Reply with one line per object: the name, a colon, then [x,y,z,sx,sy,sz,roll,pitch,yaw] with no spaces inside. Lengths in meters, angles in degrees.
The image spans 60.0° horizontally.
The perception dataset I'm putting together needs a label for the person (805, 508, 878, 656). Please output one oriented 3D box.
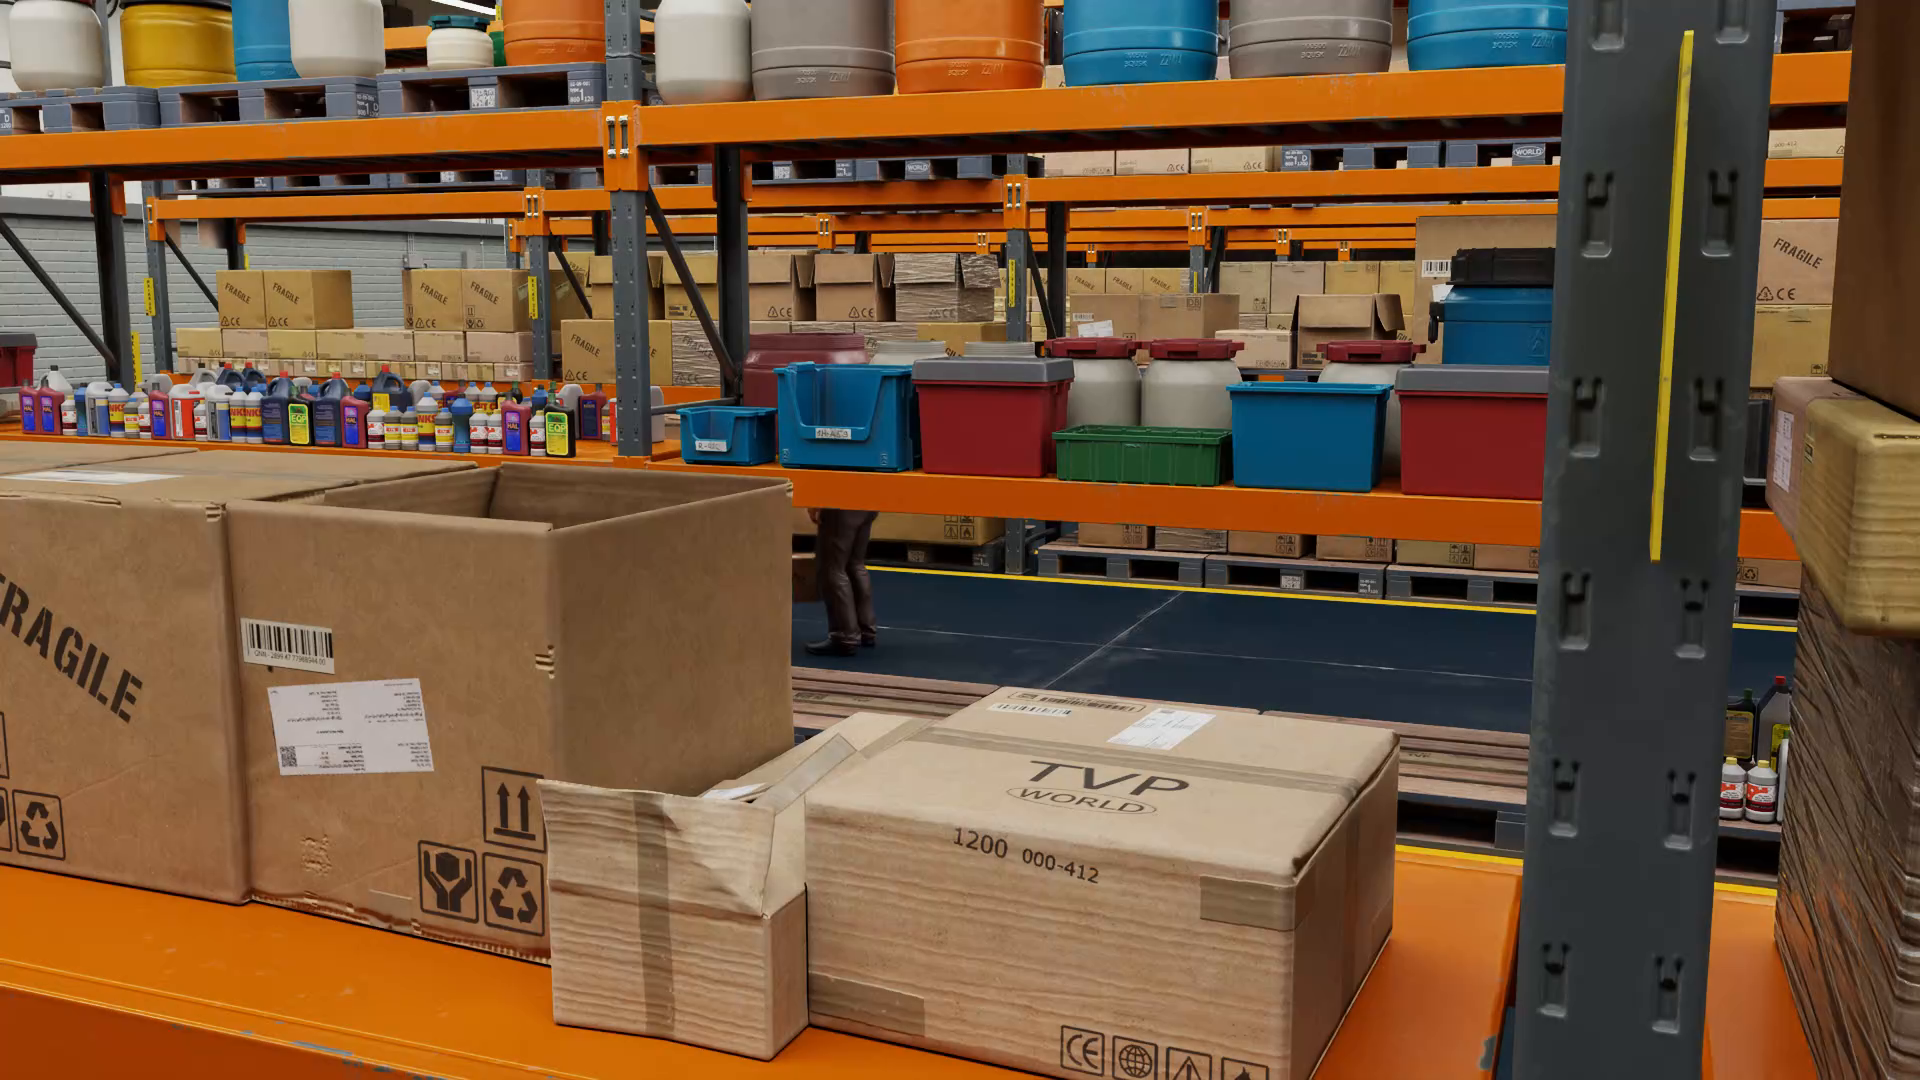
person: [-0.632,-0.221,9.378,0.423,1.724,0.563,3,9,19]
